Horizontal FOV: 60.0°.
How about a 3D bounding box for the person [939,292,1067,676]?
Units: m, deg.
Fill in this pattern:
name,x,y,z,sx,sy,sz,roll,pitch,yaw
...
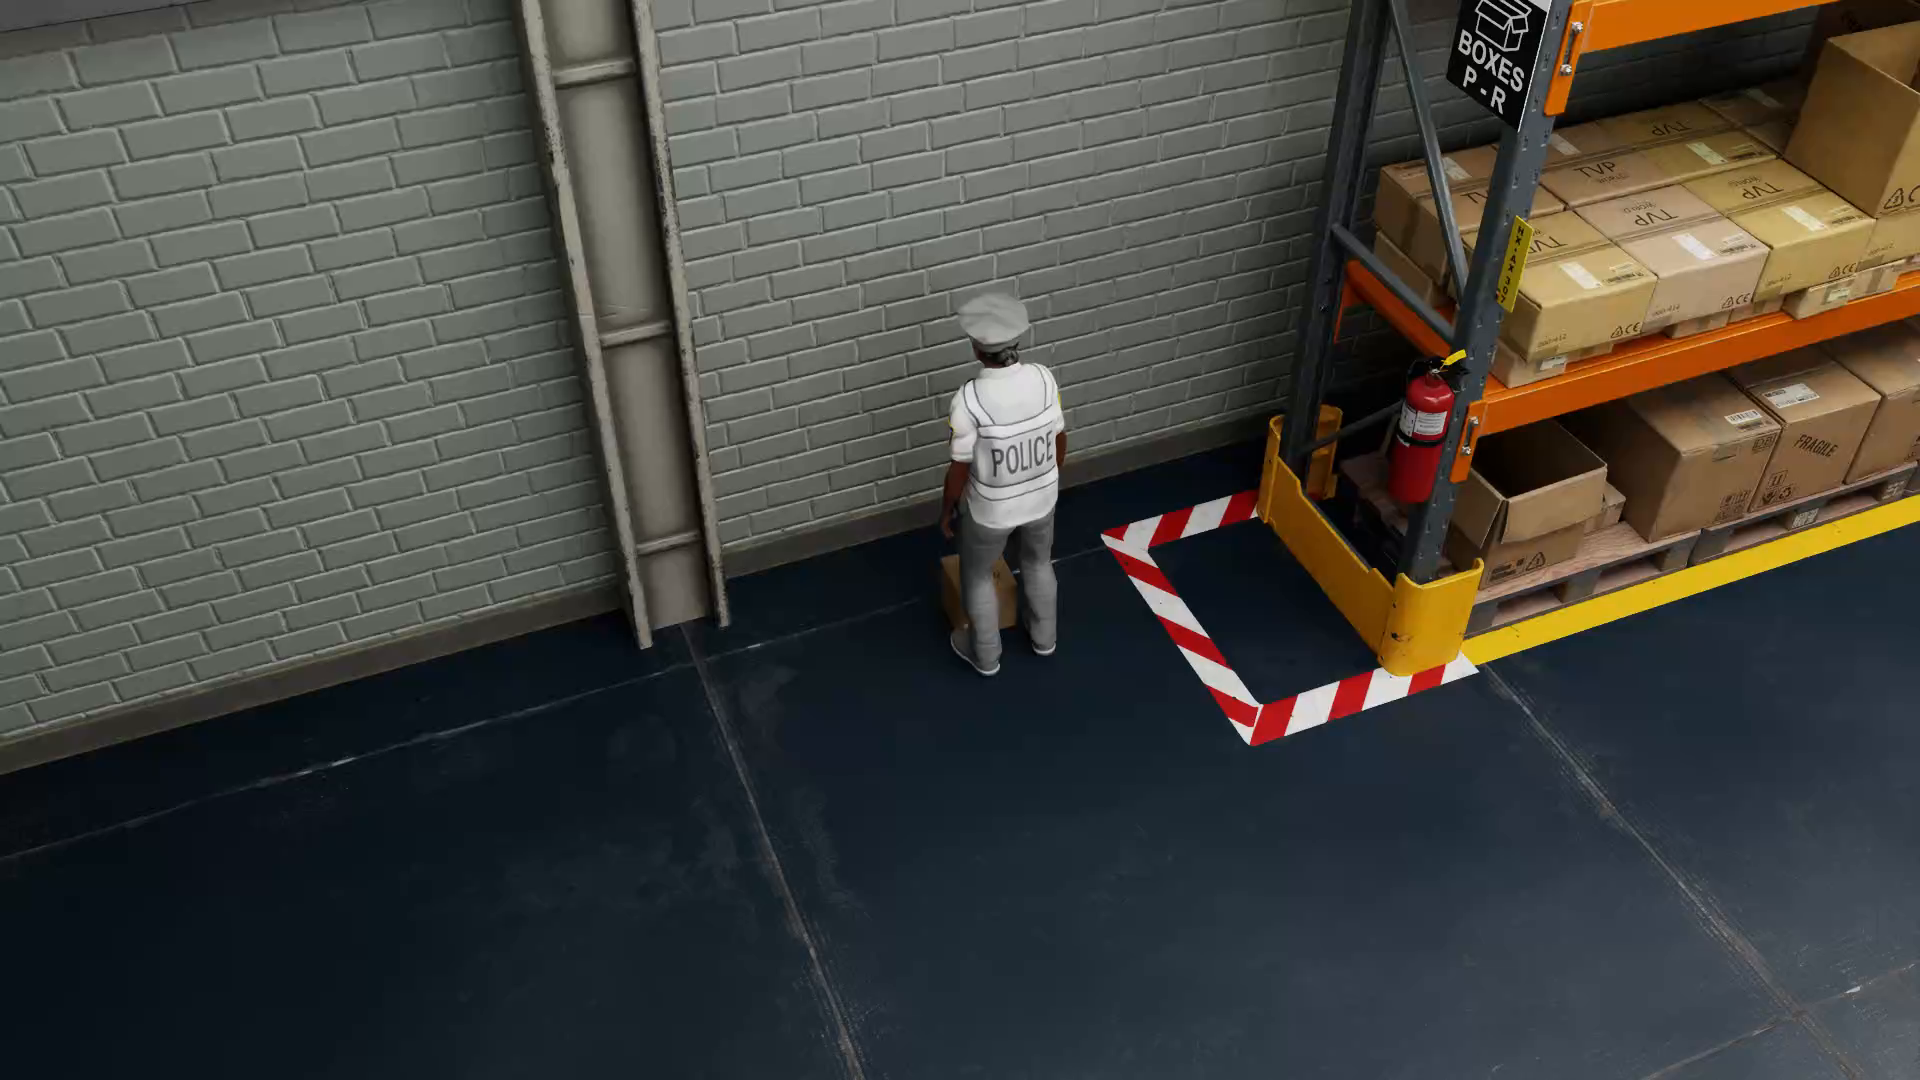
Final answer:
name,x,y,z,sx,sy,sz,roll,pitch,yaw
person,0.173,-0.165,6.341,0.527,1.662,0.394,-17,45,-18
